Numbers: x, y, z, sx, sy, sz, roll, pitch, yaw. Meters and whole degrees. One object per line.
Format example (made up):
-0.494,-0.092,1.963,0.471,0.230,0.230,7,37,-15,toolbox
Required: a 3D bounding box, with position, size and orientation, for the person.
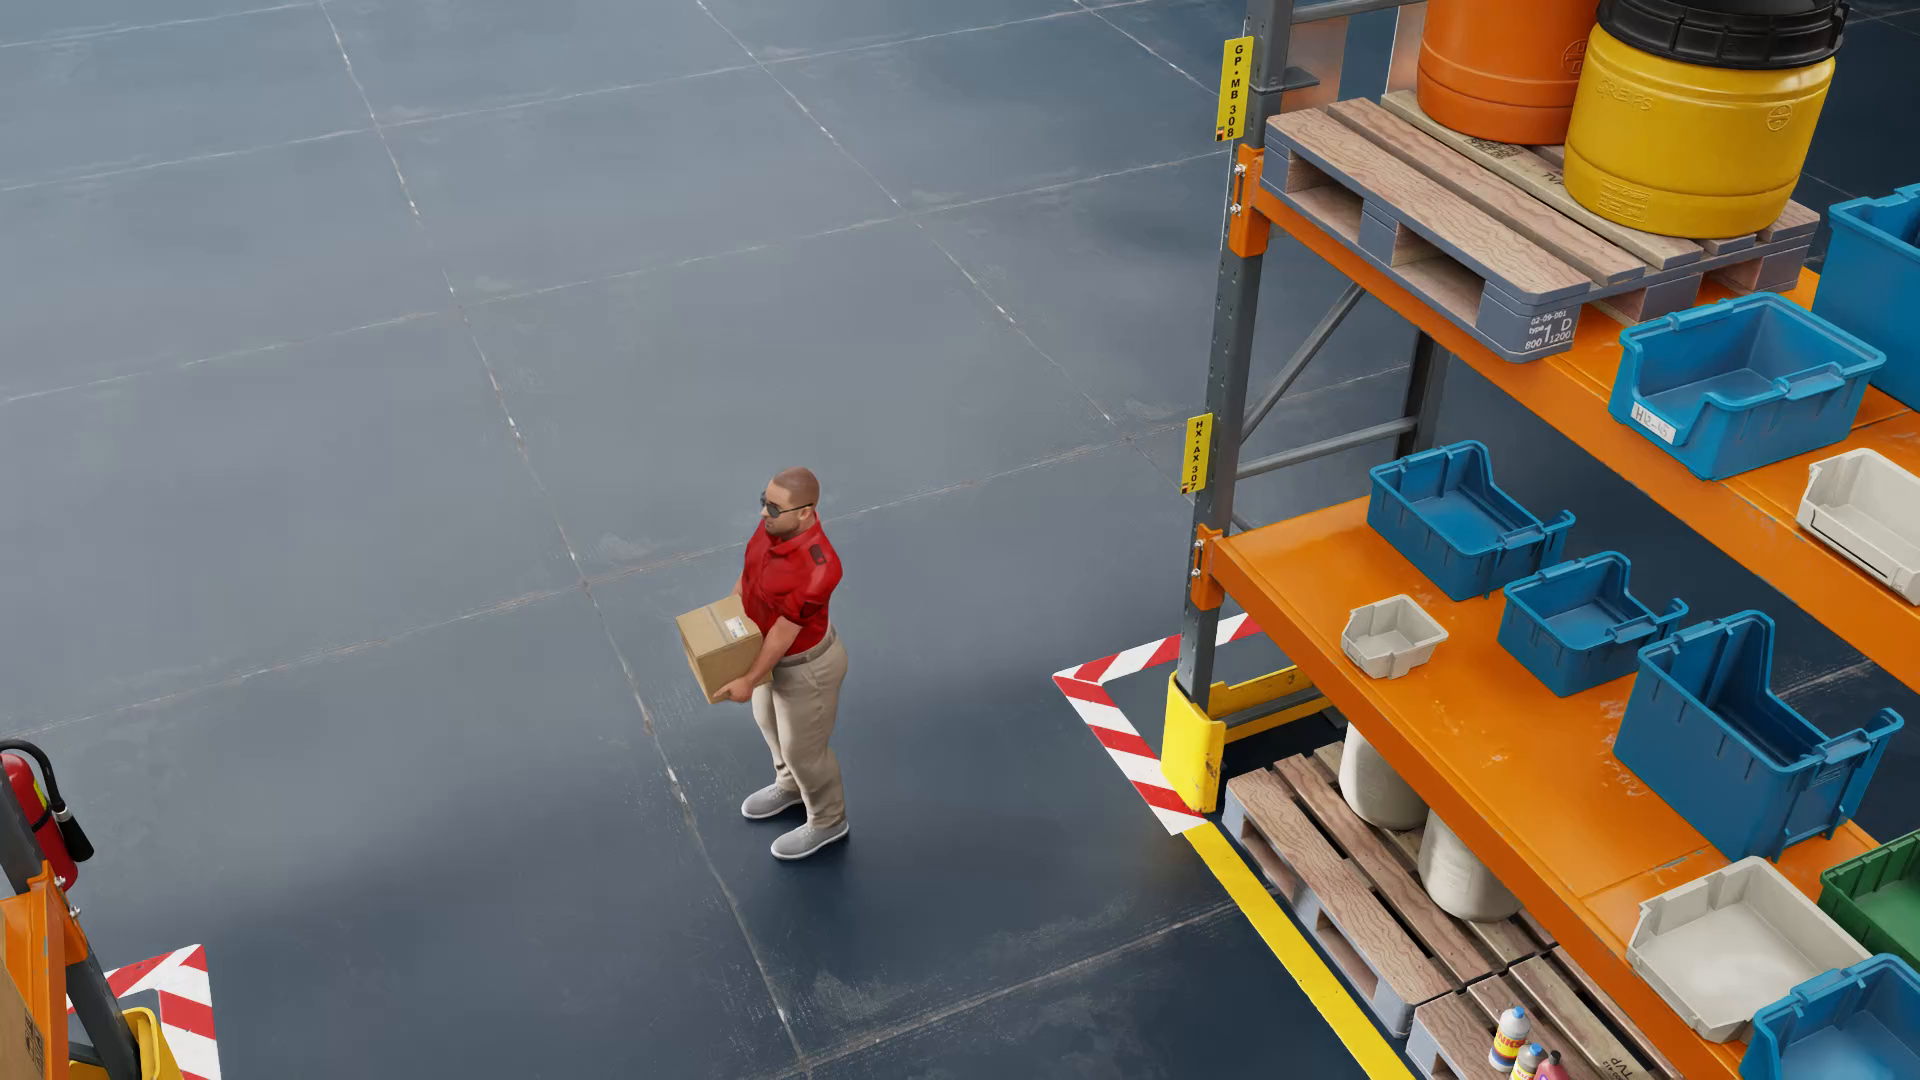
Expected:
-0.698,0.479,6.244,0.541,1.724,0.490,-16,40,-20,person
